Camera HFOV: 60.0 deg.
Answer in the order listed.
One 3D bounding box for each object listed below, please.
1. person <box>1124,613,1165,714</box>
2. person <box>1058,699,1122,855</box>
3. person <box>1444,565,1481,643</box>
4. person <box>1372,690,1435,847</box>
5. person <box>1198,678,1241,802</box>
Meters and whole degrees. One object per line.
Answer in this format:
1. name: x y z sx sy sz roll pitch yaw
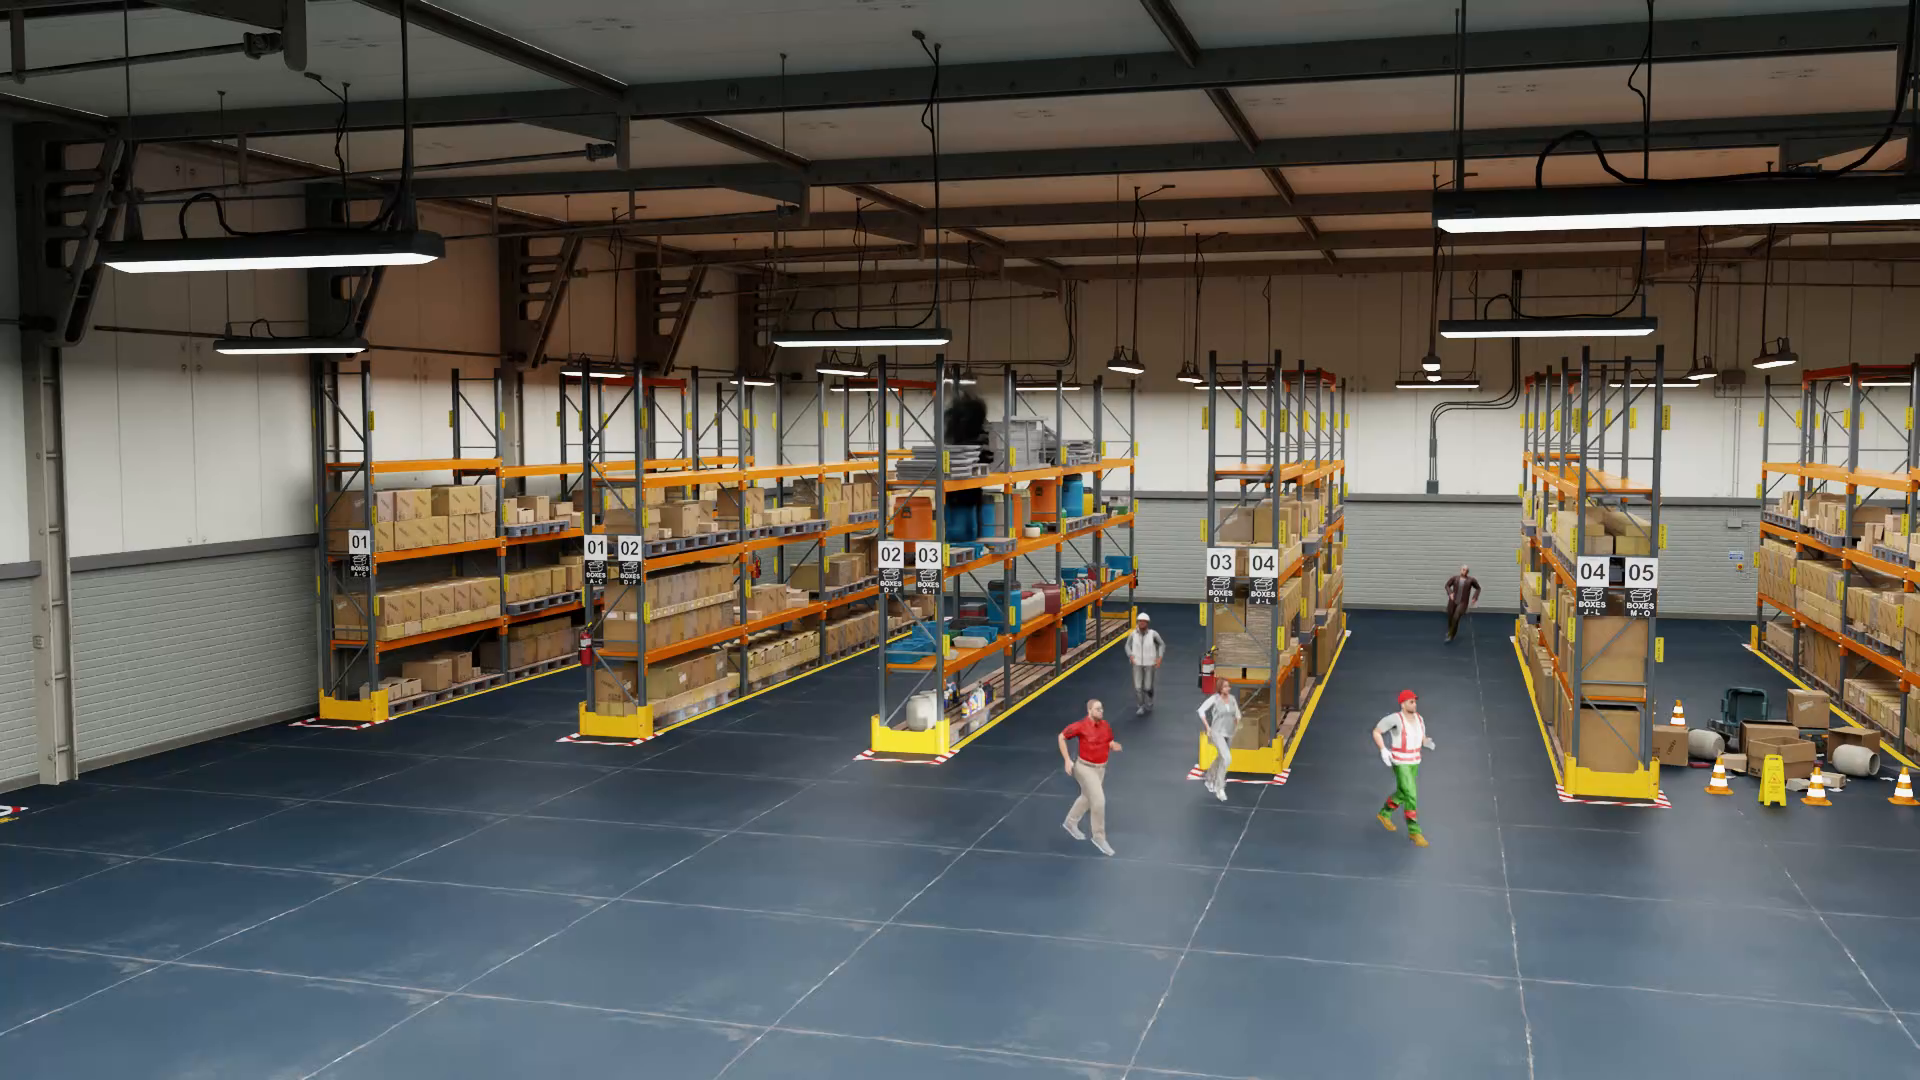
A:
1. person: 3.151 2.110 28.440 0.692 1.731 0.599 1 4 12
2. person: 1.534 2.746 19.492 0.875 1.790 0.634 4 5 41
3. person: 11.389 1.436 37.740 0.789 1.737 0.942 2 5 27
4. person: 5.316 2.682 19.893 0.651 1.808 0.878 -3 5 -35
5. person: 3.472 2.628 22.061 0.513 1.630 0.693 -2 5 -29
